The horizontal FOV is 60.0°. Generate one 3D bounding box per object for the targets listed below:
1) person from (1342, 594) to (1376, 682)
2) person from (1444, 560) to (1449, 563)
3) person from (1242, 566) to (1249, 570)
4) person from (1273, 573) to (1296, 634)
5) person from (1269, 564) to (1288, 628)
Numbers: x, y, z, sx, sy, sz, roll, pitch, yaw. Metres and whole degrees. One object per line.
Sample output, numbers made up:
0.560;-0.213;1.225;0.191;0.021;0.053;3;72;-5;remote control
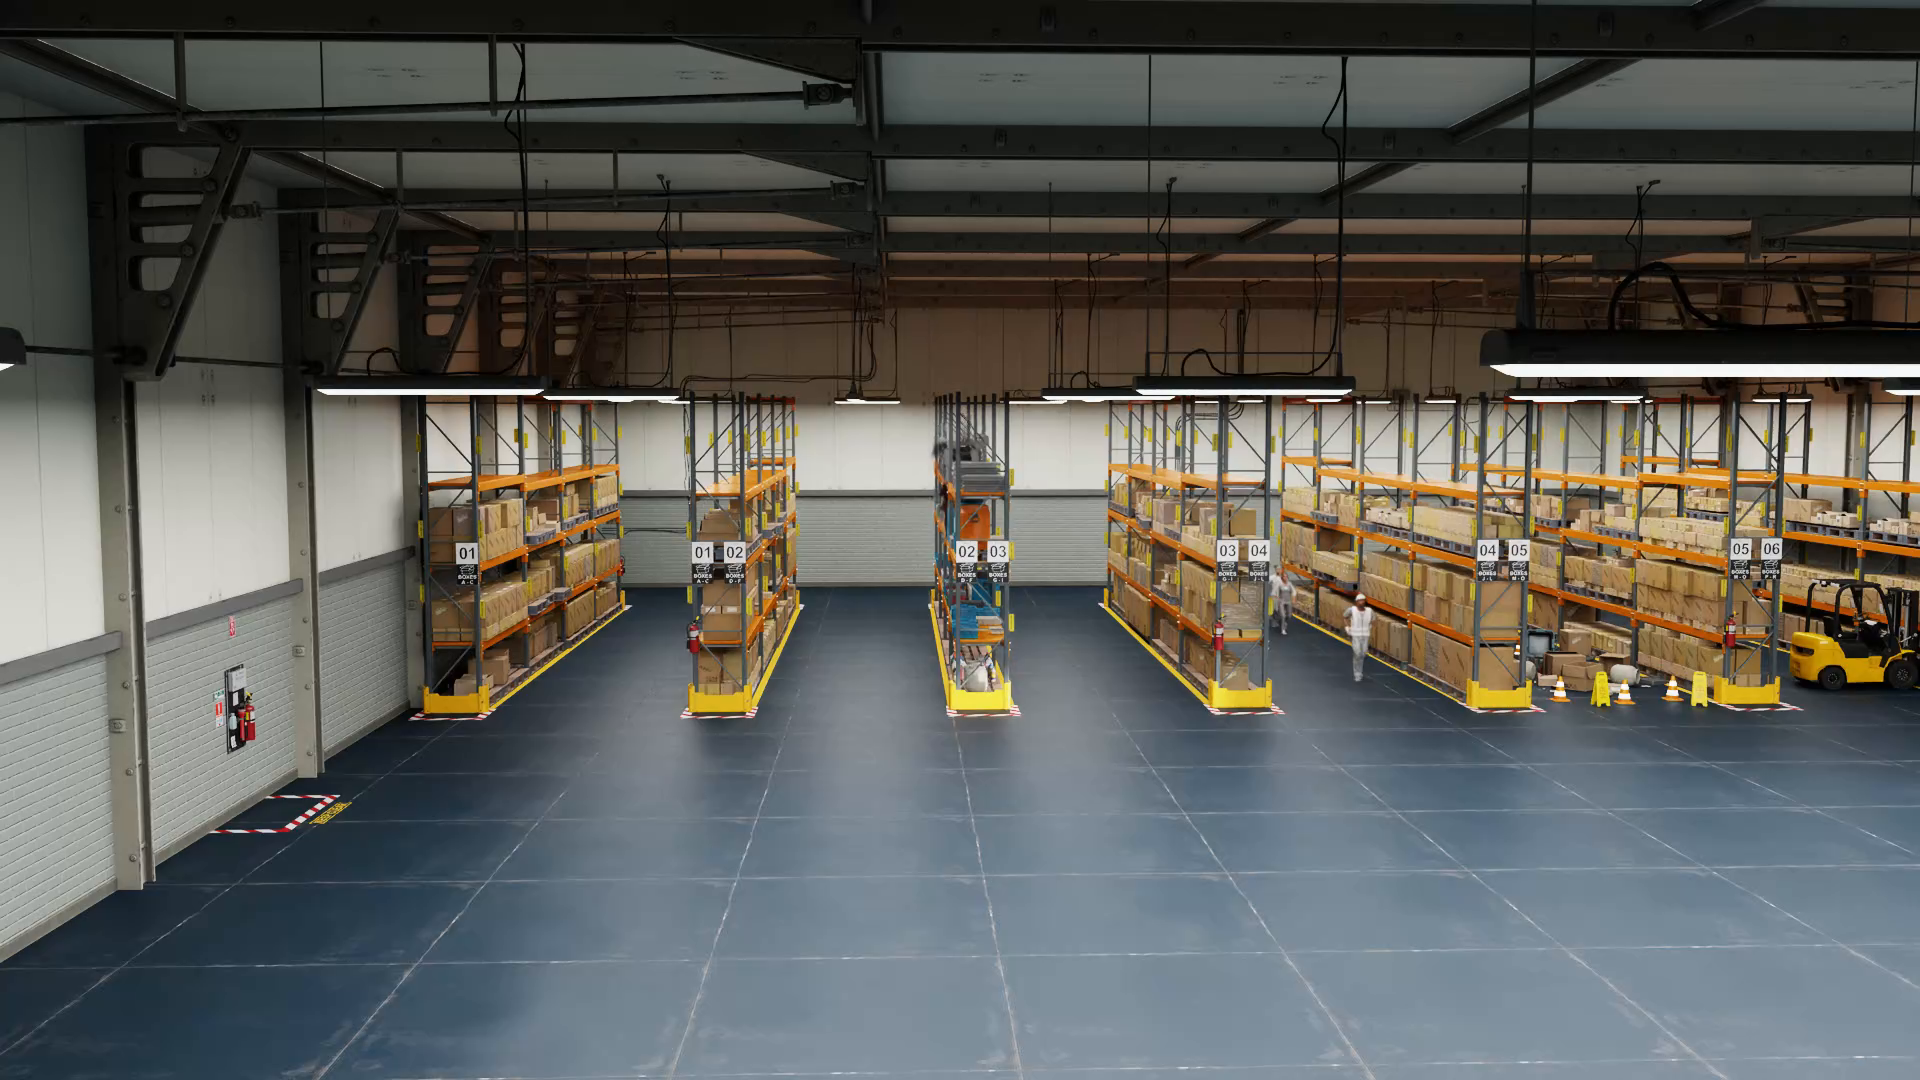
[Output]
8.395;2.053;34.887;0.669;1.847;0.703;0;5;-5;person
14.631;0.888;49.344;0.653;1.781;0.737;1;5;13;person
7.953;1.050;47.282;0.799;1.743;1.016;0;5;-3;person
8.177;1.592;41.897;0.589;1.548;0.568;0;5;-1;person
8.192;1.447;42.835;0.591;1.670;0.634;0;5;-5;person
